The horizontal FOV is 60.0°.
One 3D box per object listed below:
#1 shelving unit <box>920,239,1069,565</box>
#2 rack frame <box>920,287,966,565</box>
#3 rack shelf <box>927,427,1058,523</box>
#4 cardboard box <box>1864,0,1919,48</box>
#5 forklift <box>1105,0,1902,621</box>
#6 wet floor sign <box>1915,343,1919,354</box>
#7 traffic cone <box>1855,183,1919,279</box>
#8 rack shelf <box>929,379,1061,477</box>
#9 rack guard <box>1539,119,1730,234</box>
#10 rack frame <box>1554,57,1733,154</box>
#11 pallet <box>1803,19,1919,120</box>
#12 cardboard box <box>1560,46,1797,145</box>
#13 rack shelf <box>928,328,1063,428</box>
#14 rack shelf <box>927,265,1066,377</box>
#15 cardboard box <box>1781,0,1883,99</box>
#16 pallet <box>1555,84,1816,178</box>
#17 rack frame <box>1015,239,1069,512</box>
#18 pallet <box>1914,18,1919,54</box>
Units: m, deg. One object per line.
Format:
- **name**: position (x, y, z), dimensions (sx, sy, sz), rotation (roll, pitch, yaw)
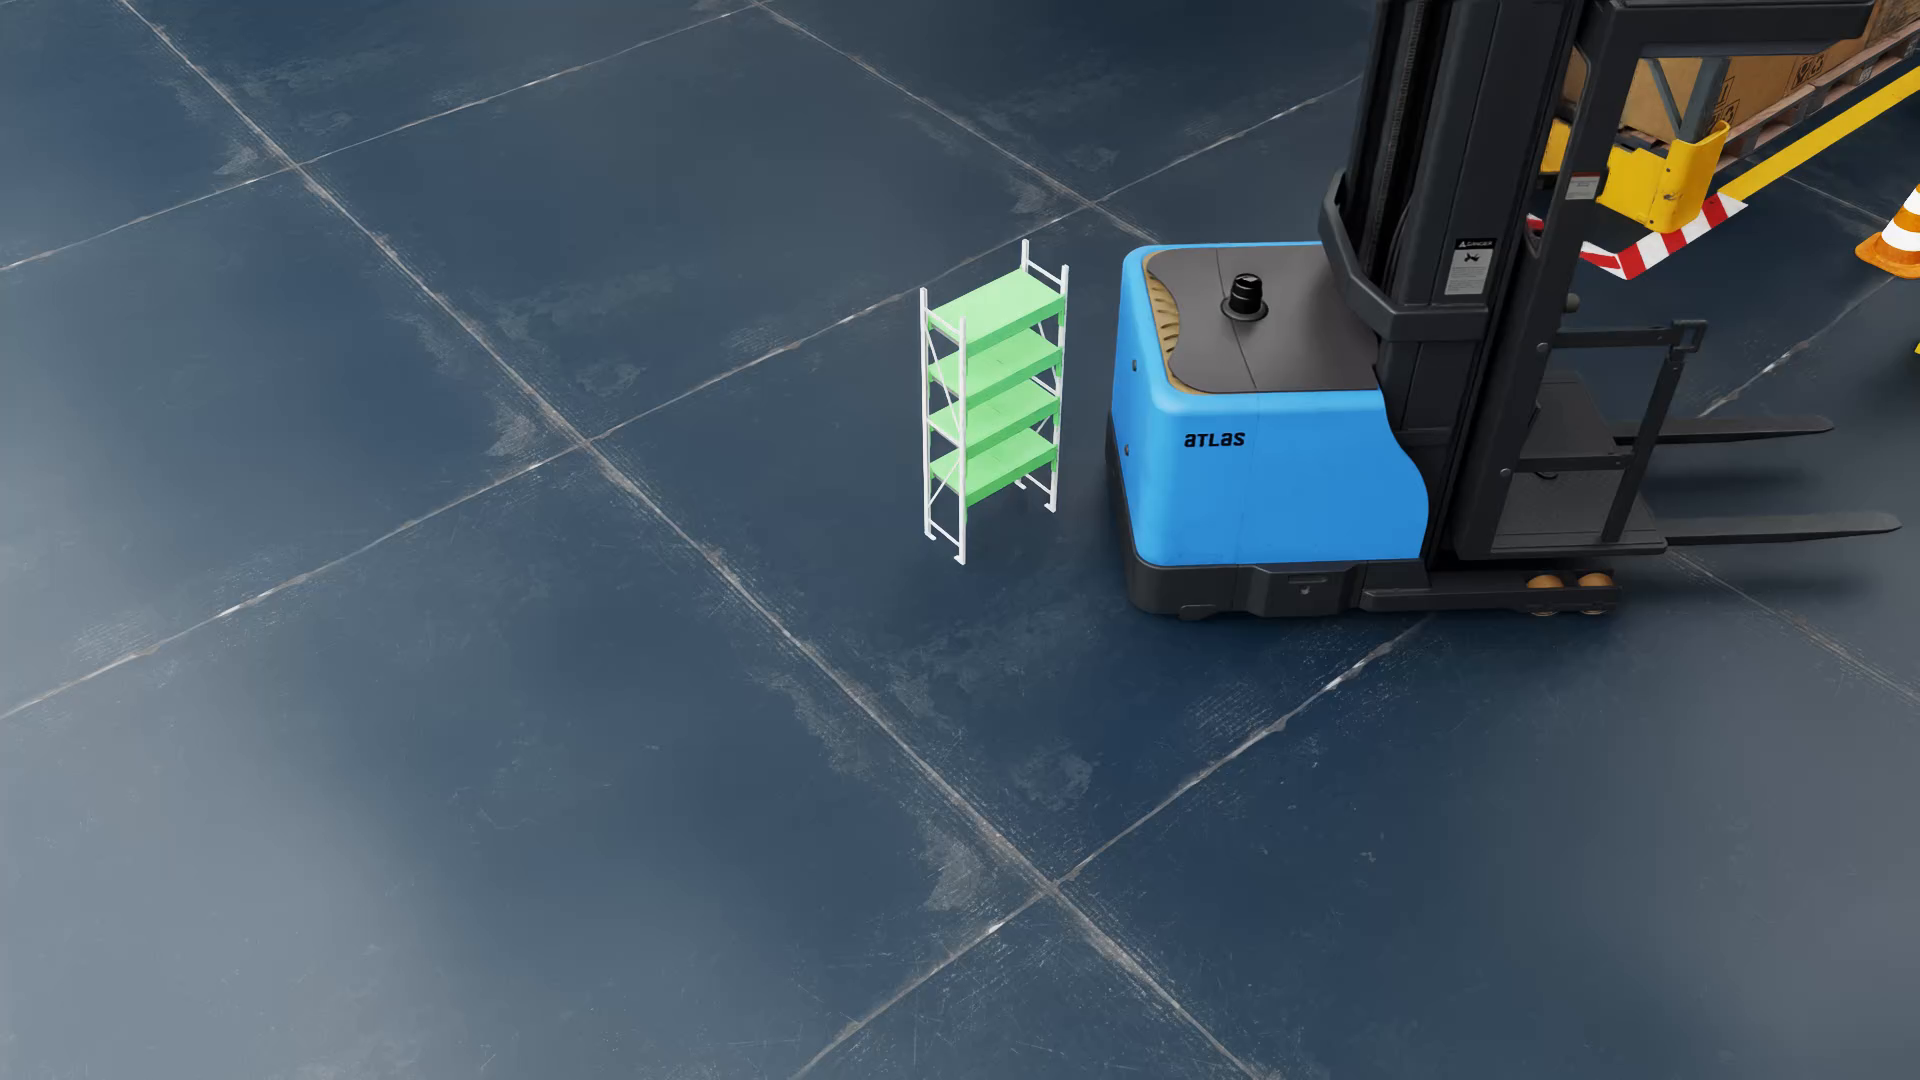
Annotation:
- **shelving unit**: position (0.127, -0.510, 6.417), dimensions (0.503, 1.200, 0.258), rotation (-30, 51, -28)
- **rack frame**: position (-0.060, -0.403, 6.303), dimensions (0.015, 1.200, 0.240), rotation (-30, 51, -28)
- **rack shelf**: position (0.127, -0.289, 6.625), dimensions (0.480, 0.148, 0.258), rotation (-30, 51, -28)
- **cardboard box**: position (5.183, -3.512, 9.543), dimensions (0.875, 0.875, 0.875), rotation (-29, 51, -28)
- **forklift**: position (2.145, -1.137, 5.819), dimensions (3.031, 2.935, 1.130), rotation (-2, 43, -2)
- **wet floor sign**: position (4.580, -1.103, 7.453), dimensions (0.267, 0.644, 0.232), rotation (30, 51, 28)
- **traffic cone**: position (4.650, -1.577, 8.091), dimensions (0.334, 0.463, 0.336), rotation (-30, 51, -28)
- **rack shelf**: position (0.127, -0.463, 6.460), dimensions (0.480, 0.148, 0.258), rotation (-30, 51, -28)
- **rack guard**: position (3.313, -2.092, 8.612), dimensions (0.348, 0.500, 1.175), rotation (-30, 51, -28)
- **rack frame**: position (3.332, -3.014, 7.768), dimensions (0.127, 3.000, 1.000), rotation (-30, 51, -28)
- **pallet**: position (4.830, -2.923, 9.708), dimensions (1.213, 0.211, 1.003), rotation (-30, 51, -28)
- **cardboard box**: position (3.809, -2.725, 8.706), dimensions (0.875, 0.875, 0.875), rotation (-29, 51, -28)
- **rack shelf**: position (0.127, -0.638, 6.296), dimensions (0.480, 0.148, 0.258), rotation (-30, 51, -28)
- **rack shelf**: position (0.127, -0.813, 6.132), dimensions (0.480, 0.148, 0.258), rotation (-30, 51, -28)
- **cardboard box**: position (4.483, -3.112, 9.118), dimensions (0.875, 0.875, 0.875), rotation (-31, 51, -28)
- **pallet**: position (3.895, -2.389, 9.140), dimensions (1.213, 0.211, 1.003), rotation (-30, 51, -28)
- **rack frame**: position (0.314, -0.617, 6.531), dimensions (0.015, 1.200, 0.240), rotation (-30, 51, -28)
- **pallet**: position (5.766, -3.461, 10.281), dimensions (1.213, 0.211, 1.003), rotation (-30, 51, -28)
